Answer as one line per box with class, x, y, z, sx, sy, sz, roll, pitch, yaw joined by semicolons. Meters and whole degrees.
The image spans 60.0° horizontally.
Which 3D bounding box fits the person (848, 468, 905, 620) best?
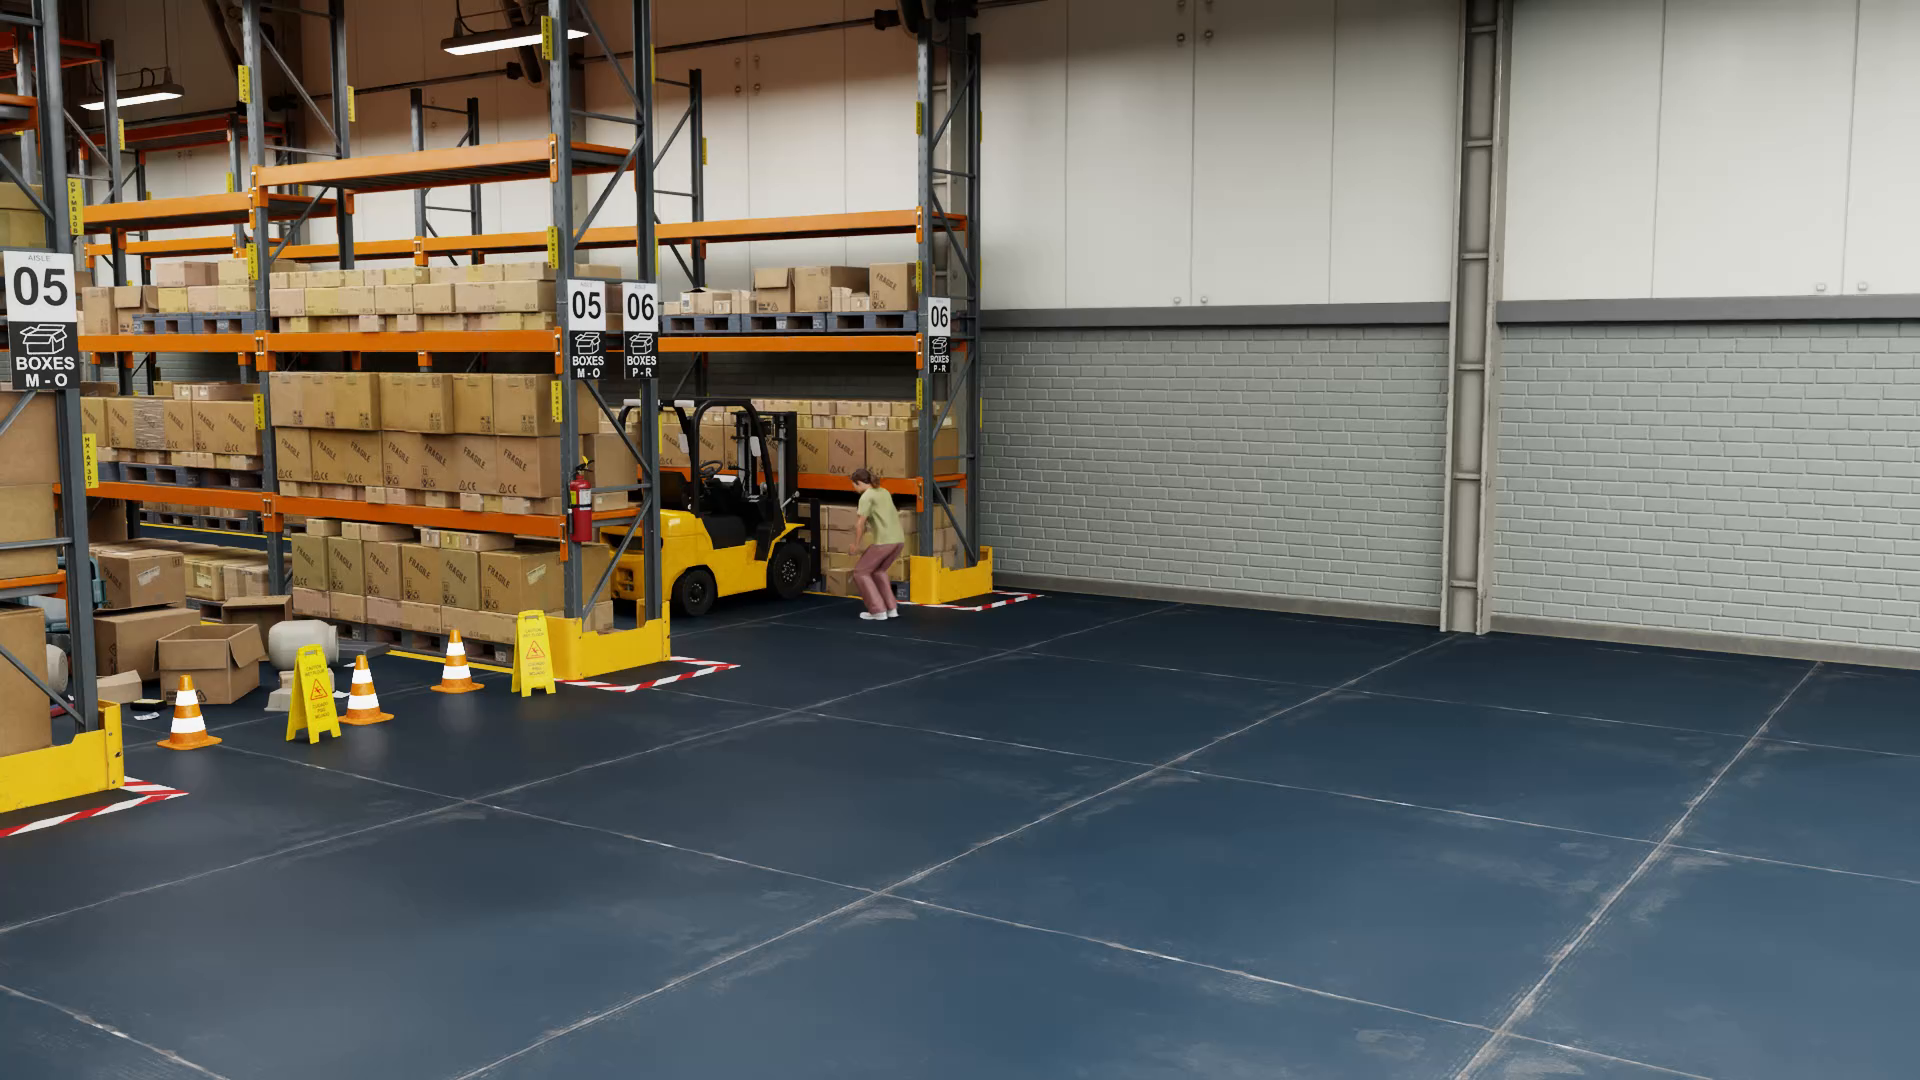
person;-0.840;0.039;16.477;0.553;1.493;0.502;4;8;34
